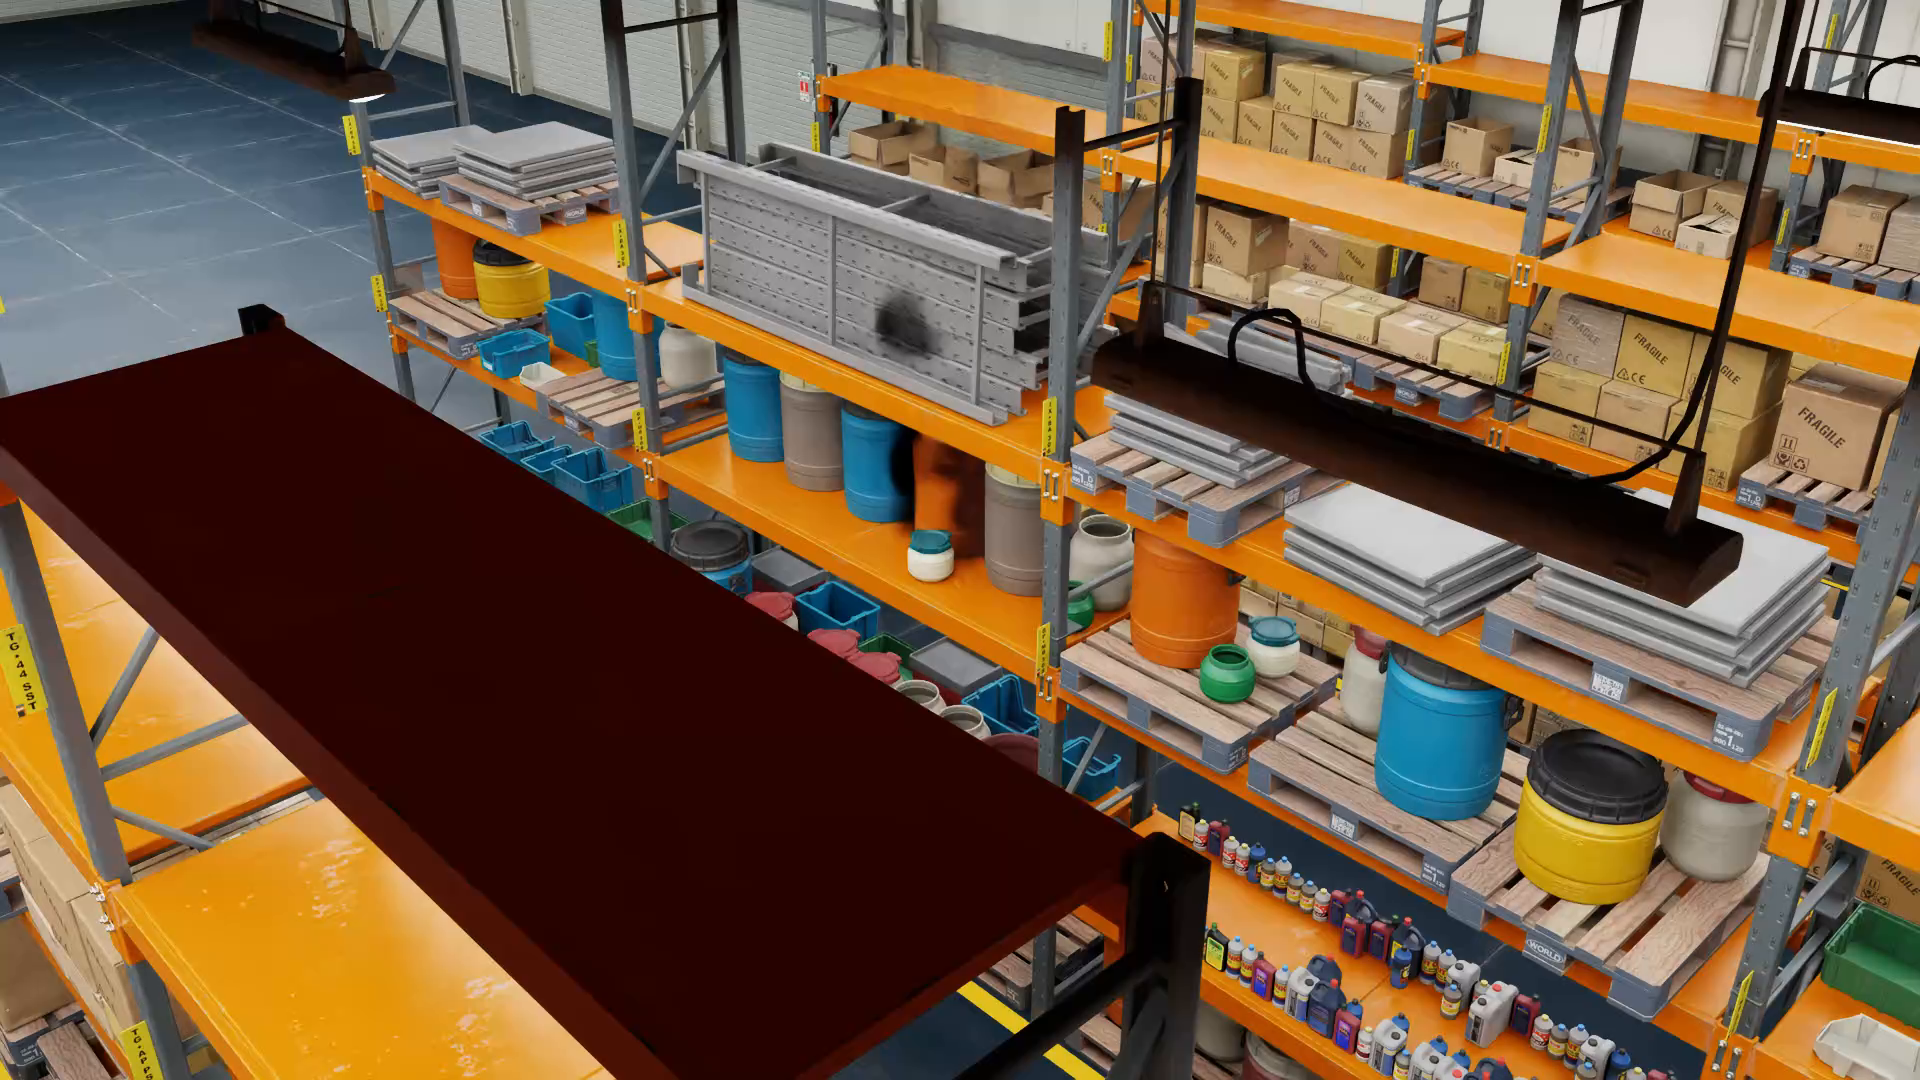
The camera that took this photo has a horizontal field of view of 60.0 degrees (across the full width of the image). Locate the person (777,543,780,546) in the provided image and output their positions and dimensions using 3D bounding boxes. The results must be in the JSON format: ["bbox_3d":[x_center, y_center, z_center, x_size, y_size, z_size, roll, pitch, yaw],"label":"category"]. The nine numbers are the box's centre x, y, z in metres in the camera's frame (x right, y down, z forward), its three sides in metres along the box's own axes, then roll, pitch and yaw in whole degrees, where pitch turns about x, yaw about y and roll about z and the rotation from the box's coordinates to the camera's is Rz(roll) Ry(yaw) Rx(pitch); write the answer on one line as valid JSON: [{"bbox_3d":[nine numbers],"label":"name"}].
[{"bbox_3d":[-1.443,0.093,14.788,0.697,1.746,0.811,-19,34,-32],"label":"person"}]
